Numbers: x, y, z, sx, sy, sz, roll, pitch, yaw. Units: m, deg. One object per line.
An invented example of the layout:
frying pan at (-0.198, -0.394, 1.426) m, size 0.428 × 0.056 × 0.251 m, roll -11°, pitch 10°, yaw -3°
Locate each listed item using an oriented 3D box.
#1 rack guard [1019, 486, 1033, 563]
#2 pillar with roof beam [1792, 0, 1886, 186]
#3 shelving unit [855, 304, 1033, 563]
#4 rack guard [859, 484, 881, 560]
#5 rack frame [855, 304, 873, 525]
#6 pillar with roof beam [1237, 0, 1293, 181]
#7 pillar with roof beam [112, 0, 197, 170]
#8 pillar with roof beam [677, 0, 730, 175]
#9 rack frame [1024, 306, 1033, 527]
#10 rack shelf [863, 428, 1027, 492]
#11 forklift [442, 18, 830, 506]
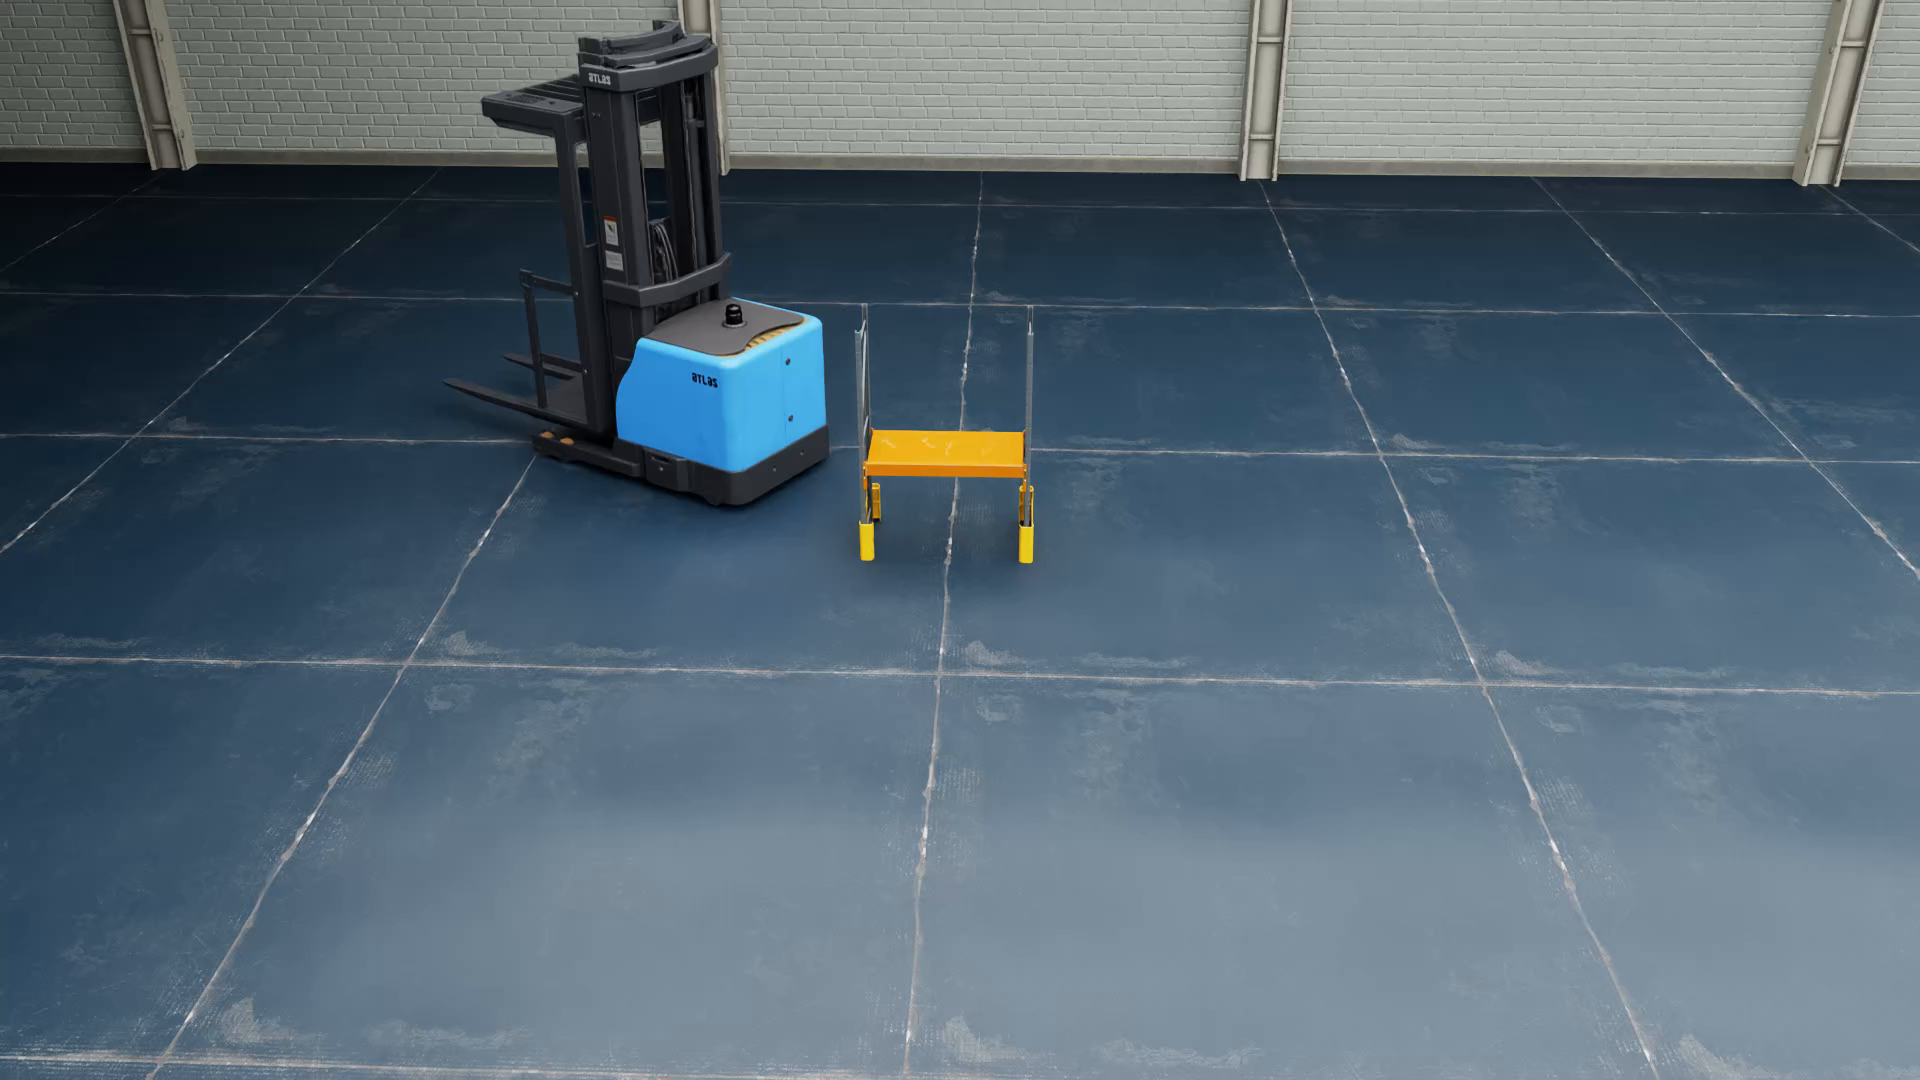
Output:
rack guard at (0.422, -0.103, 10.604) m, size 0.087 × 0.250 × 0.587 m, roll 1°, pitch 28°, yaw 2°
pillar with roof beam at (9.087, -5.830, 12.065) m, size 0.400 × 9.000 × 9.100 m, roll 1°, pitch 28°, yaw 2°
shelving unit at (-0.076, -0.664, 10.327) m, size 1.083 × 1.500 × 0.587 m, roll 1°, pitch 28°, yaw 2°
rack guard at (-0.574, -0.120, 10.635) m, size 0.087 × 0.250 × 0.587 m, roll 1°, pitch 28°, yaw 2°
rack frame at (-0.593, -0.672, 10.343) m, size 0.032 × 1.500 × 0.500 m, roll 1°, pitch 28°, yaw 2°
pillar with roof beam at (3.091, -5.929, 12.252) m, size 0.400 × 9.000 × 9.100 m, roll 1°, pitch 28°, yaw 2°
pillar with roof beam at (-8.902, -6.127, 12.626) m, size 0.400 × 9.000 × 9.100 m, roll 1°, pitch 28°, yaw 2°
pillar with roof beam at (-2.906, -6.028, 12.439) m, size 0.400 × 9.000 × 9.100 m, roll 1°, pitch 28°, yaw 2°
rack frame at (0.423, -0.656, 10.311) m, size 0.032 × 1.500 × 0.500 m, roll 1°, pitch 28°, yaw 2°
rack shelf at (-0.085, -0.505, 10.411) m, size 1.000 × 0.185 × 0.538 m, roll 1°, pitch 28°, yaw 2°
forklift at (-2.431, -2.033, 11.382) m, size 3.031 × 2.935 × 1.130 m, roll 17°, pitch 32°, yaw 29°
